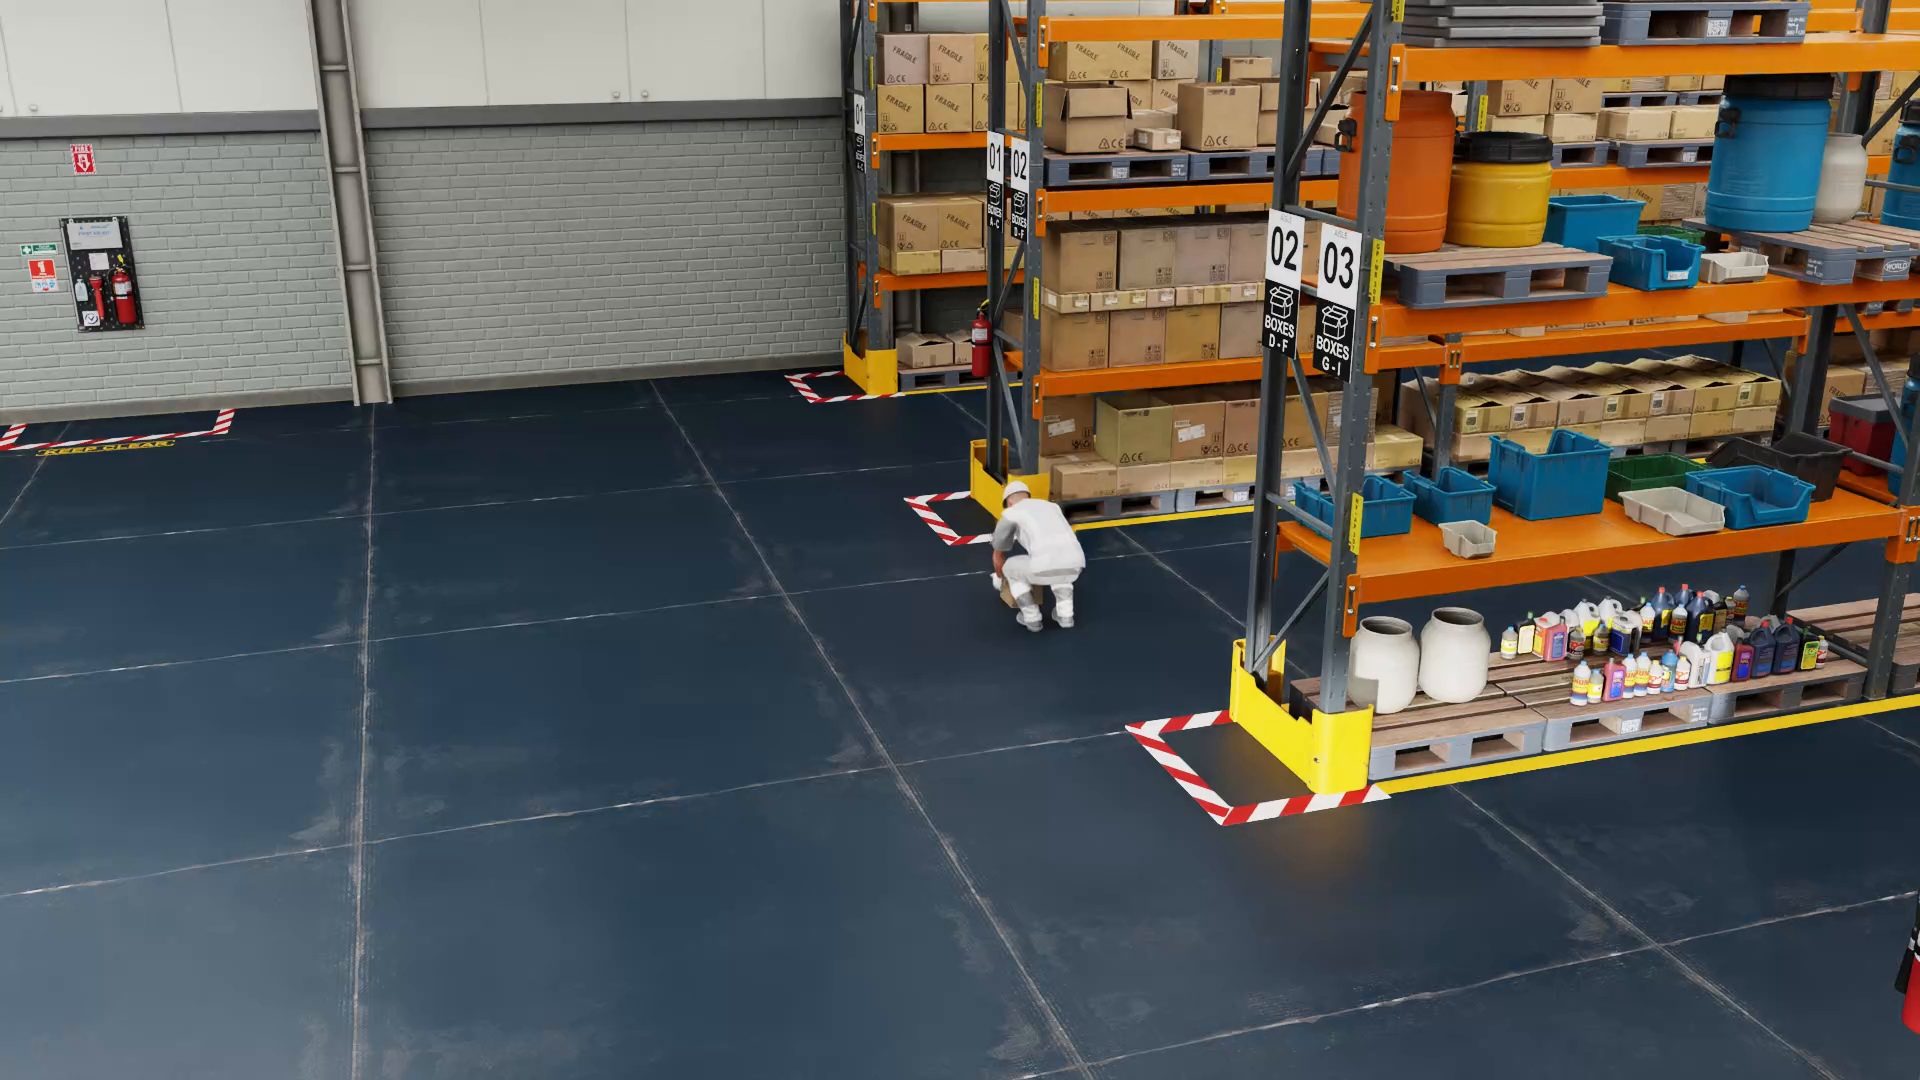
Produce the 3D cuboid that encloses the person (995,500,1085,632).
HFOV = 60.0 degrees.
[{"bbox_3d":[0.560,0.228,12.060,0.548,0.879,0.922,-6,20,-18],"label":"person"}]
